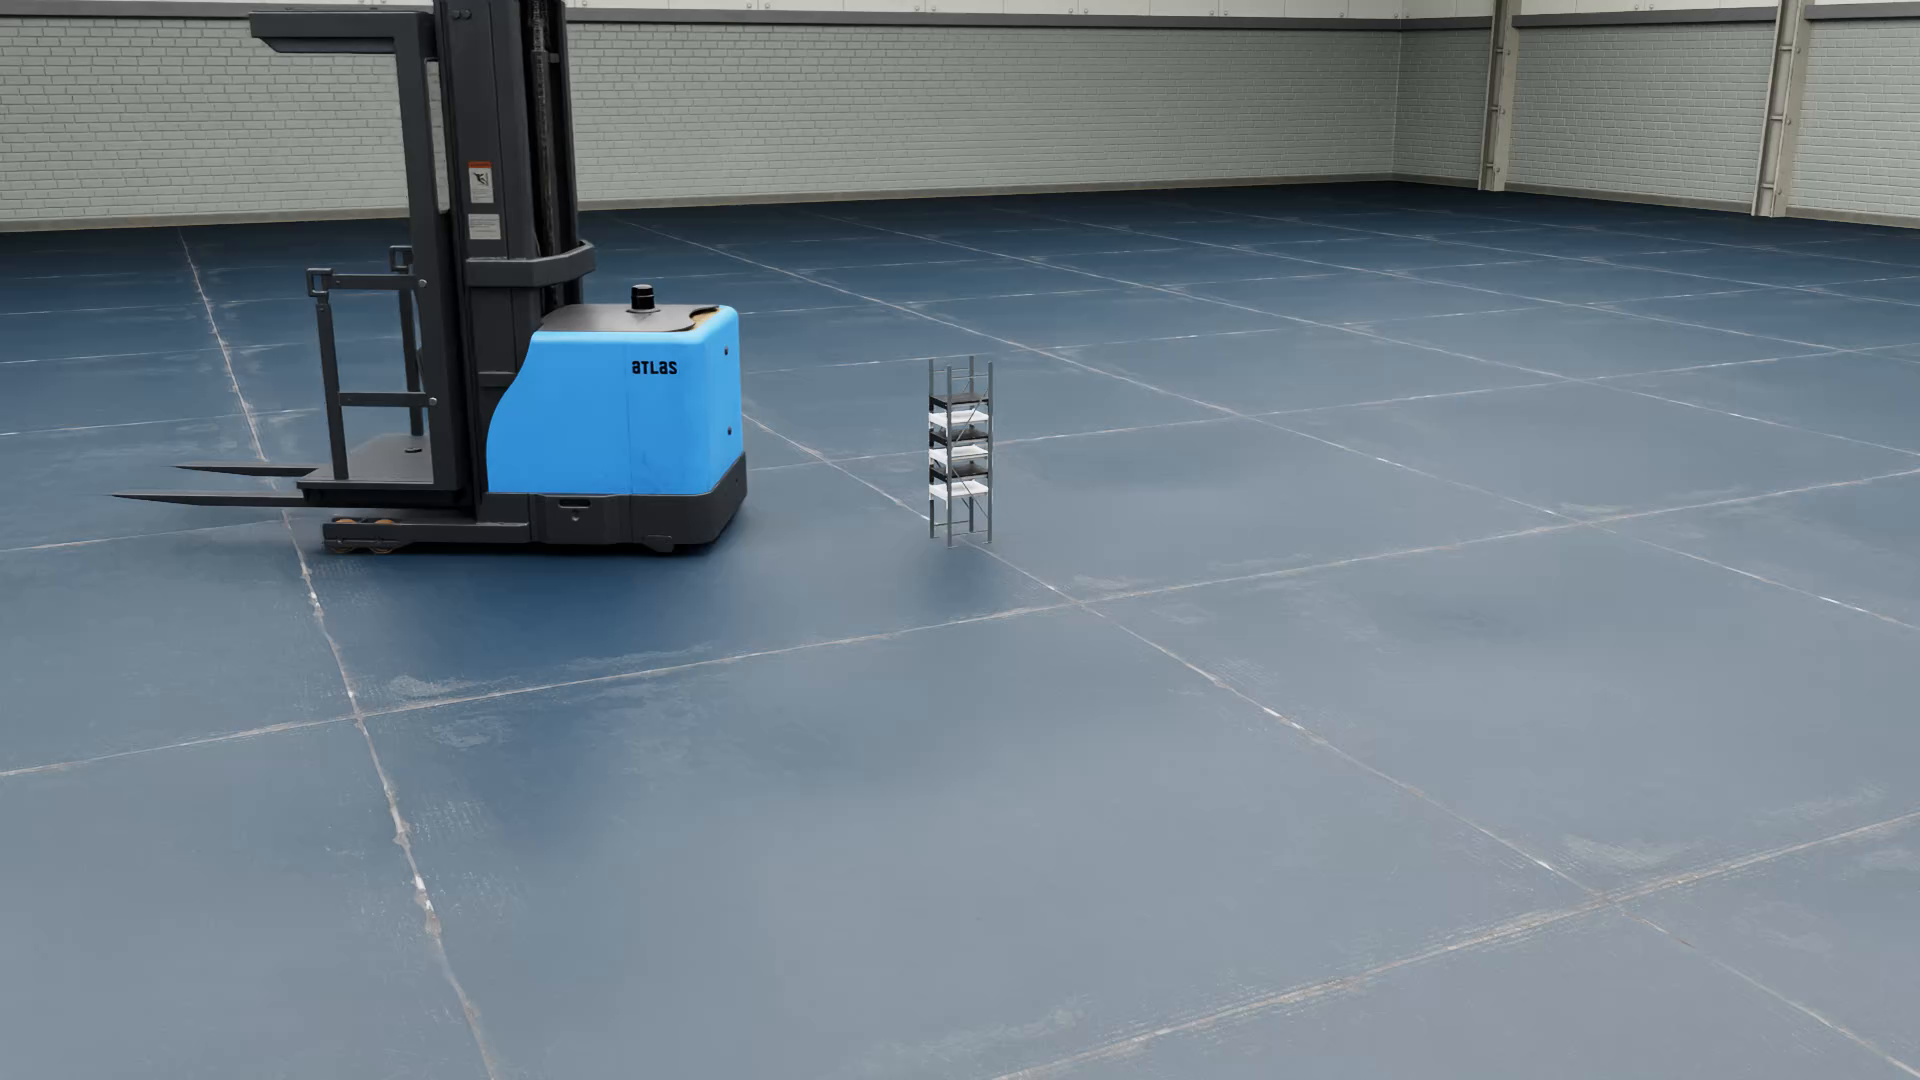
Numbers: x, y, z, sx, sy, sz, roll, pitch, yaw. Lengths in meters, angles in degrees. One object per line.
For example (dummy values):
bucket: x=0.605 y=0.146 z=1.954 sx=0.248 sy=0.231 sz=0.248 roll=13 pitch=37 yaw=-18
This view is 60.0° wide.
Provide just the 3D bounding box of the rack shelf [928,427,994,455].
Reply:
rack shelf: x=0.004 y=-0.485 z=8.104 sx=0.258 sy=0.077 sz=0.200 roll=-8 pitch=18 yaw=-25

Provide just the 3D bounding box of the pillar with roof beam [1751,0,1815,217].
pillar with roof beam: x=8.640 y=-8.821 z=22.676 sx=9.100 sy=9.000 sz=0.400 roll=-8 pitch=18 yaw=-25

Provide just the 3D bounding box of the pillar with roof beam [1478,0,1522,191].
pillar with roof beam: x=6.012 y=-10.309 z=27.861 sx=9.100 sy=9.000 sz=0.400 roll=-8 pitch=18 yaw=-25

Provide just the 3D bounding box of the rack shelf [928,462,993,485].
rack shelf: x=0.004 y=-0.312 z=8.154 sx=0.258 sy=0.077 sz=0.200 roll=-8 pitch=18 yaw=-25

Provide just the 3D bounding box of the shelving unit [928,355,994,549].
shelving unit: x=0.004 y=-0.431 z=8.120 sx=0.258 sy=0.900 sz=0.210 roll=-8 pitch=18 yaw=-25

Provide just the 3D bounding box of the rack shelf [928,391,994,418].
rack shelf: x=0.004 y=-0.658 z=8.054 sx=0.258 sy=0.077 sz=0.200 roll=-8 pitch=18 yaw=-25

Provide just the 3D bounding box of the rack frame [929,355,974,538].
rack frame: x=-0.041 y=-0.456 z=8.207 sx=0.240 sy=0.900 sz=0.006 roll=-8 pitch=18 yaw=-25

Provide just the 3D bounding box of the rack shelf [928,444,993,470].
rack shelf: x=0.004 y=-0.398 z=8.129 sx=0.258 sy=0.077 sz=0.200 roll=-8 pitch=18 yaw=-25

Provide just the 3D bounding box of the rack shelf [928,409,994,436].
rack shelf: x=0.004 y=-0.572 z=8.079 sx=0.258 sy=0.077 sz=0.200 roll=-8 pitch=18 yaw=-25

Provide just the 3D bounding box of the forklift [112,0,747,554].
forklift: x=-2.666 y=-1.485 z=8.113 sx=3.031 sy=2.935 sz=1.130 roll=1 pitch=16 yaw=3

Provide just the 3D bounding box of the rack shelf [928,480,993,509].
rack shelf: x=0.004 y=-0.225 z=8.178 sx=0.258 sy=0.077 sz=0.200 roll=-8 pitch=18 yaw=-25

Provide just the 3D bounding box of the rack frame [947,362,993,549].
rack frame: x=0.048 y=-0.405 z=8.032 sx=0.240 sy=0.900 sz=0.006 roll=-8 pitch=18 yaw=-25
